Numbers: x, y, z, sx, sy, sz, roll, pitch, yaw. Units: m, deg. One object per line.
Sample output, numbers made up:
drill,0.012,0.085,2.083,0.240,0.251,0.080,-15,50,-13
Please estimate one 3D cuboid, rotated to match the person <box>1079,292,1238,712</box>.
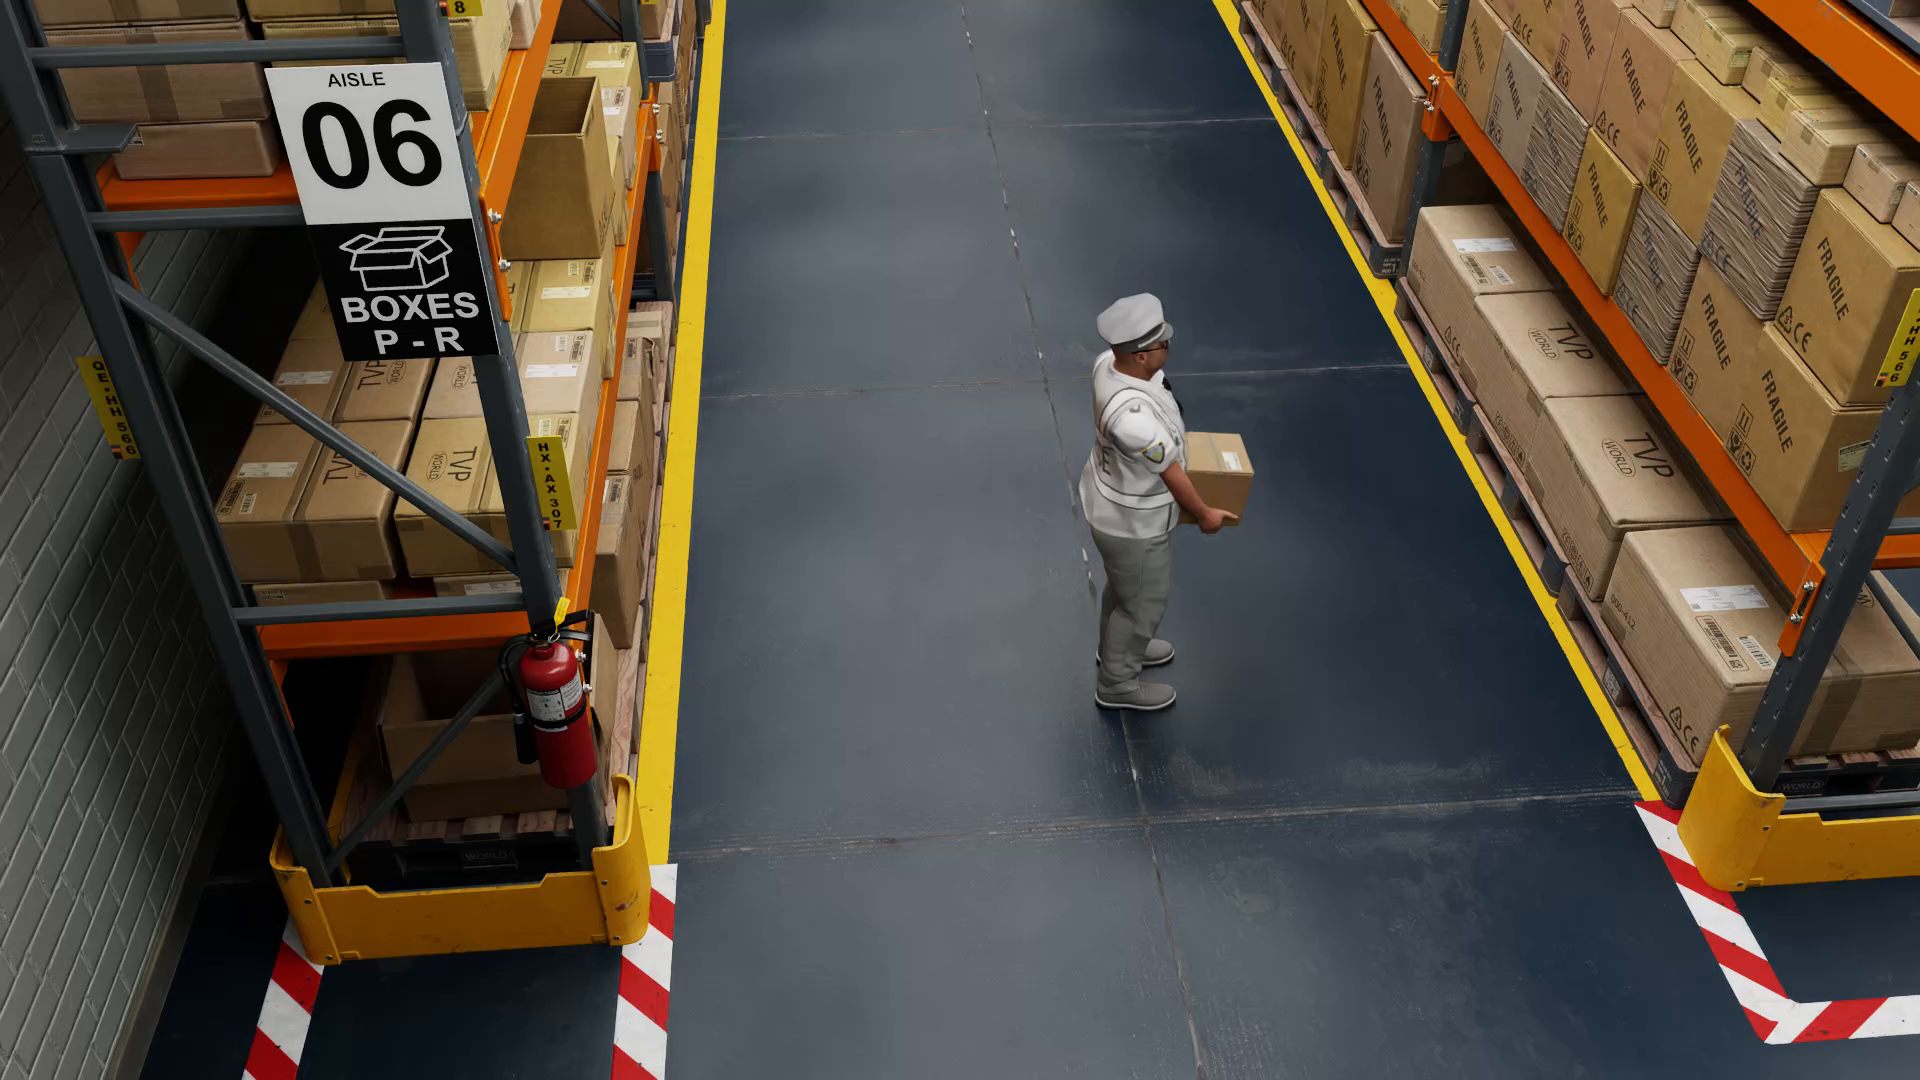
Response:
person,0.739,-0.135,6.305,0.566,1.771,0.487,-3,39,-4
